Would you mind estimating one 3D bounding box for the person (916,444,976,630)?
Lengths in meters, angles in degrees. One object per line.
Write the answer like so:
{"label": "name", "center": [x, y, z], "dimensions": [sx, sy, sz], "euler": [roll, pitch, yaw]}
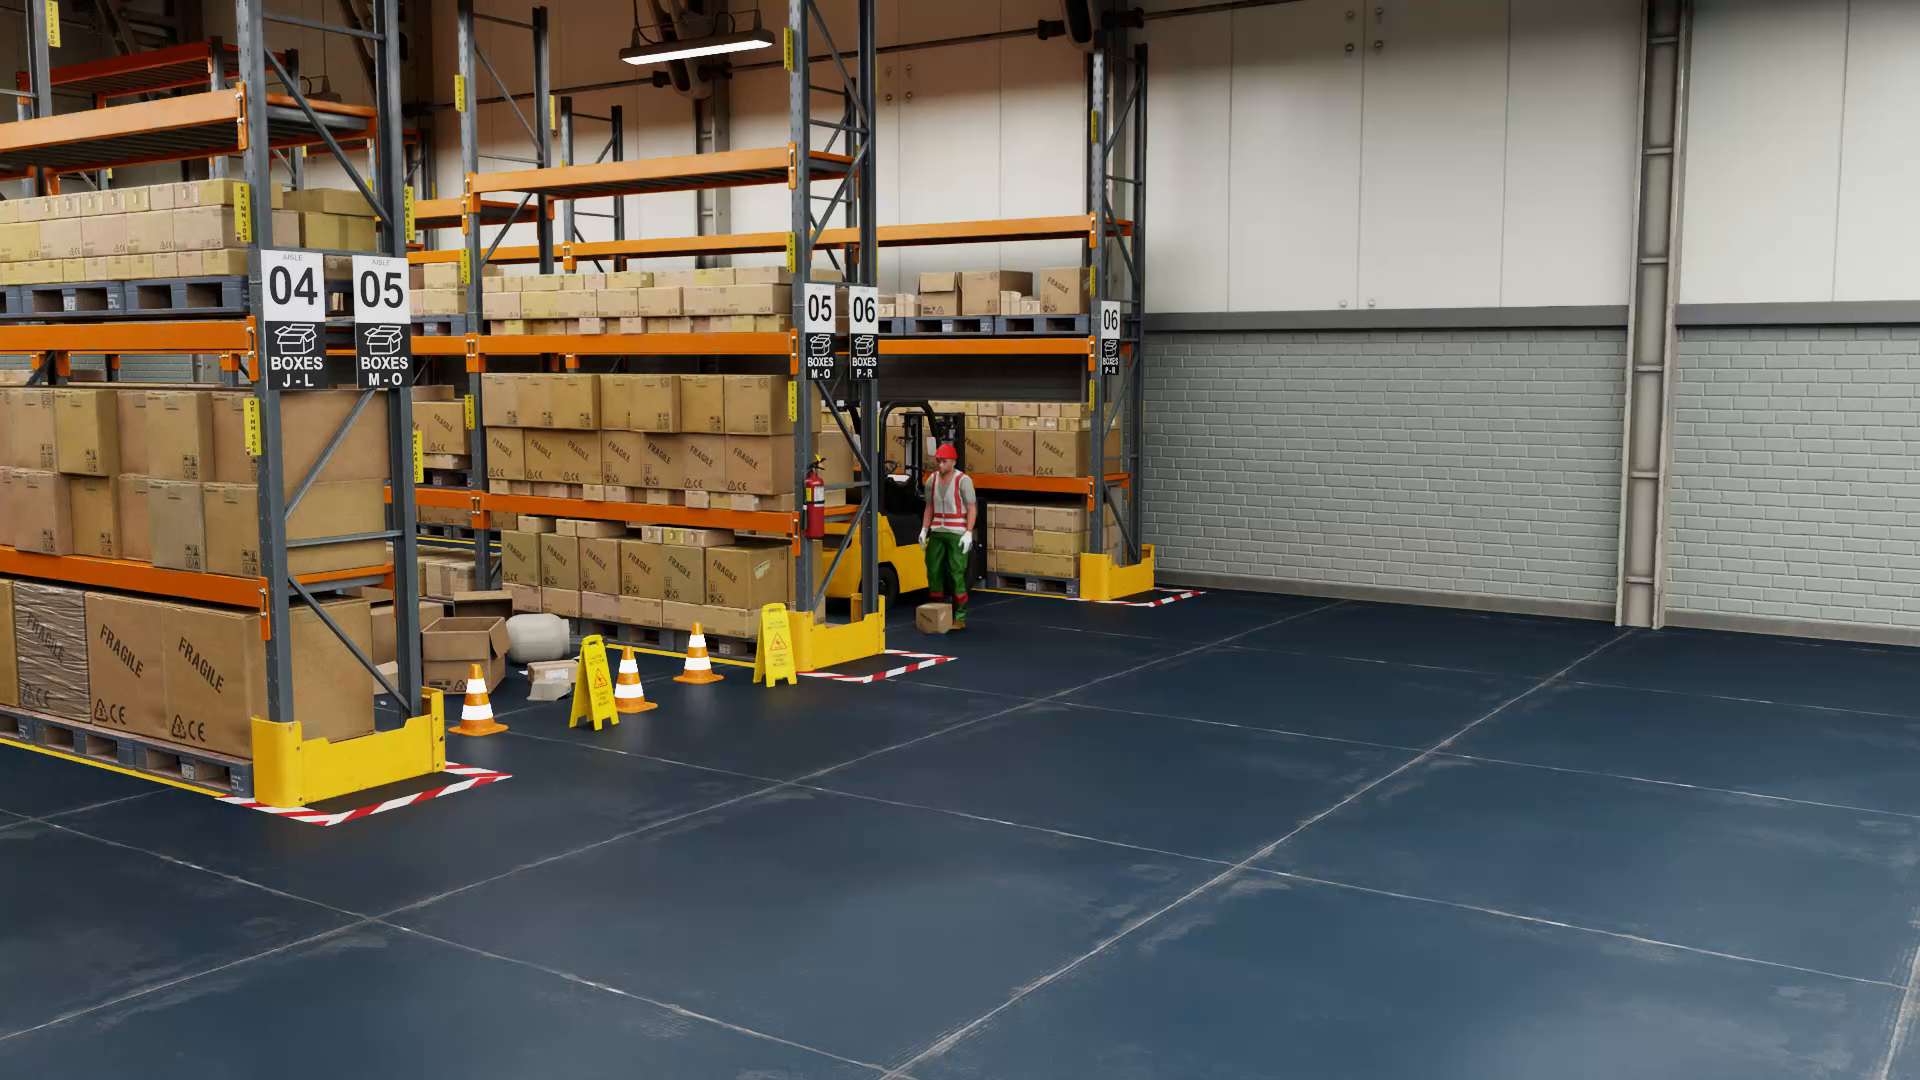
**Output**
{"label": "person", "center": [-0.123, -0.036, 15.976], "dimensions": [0.579, 1.780, 0.441], "euler": [4, 7, 32]}
